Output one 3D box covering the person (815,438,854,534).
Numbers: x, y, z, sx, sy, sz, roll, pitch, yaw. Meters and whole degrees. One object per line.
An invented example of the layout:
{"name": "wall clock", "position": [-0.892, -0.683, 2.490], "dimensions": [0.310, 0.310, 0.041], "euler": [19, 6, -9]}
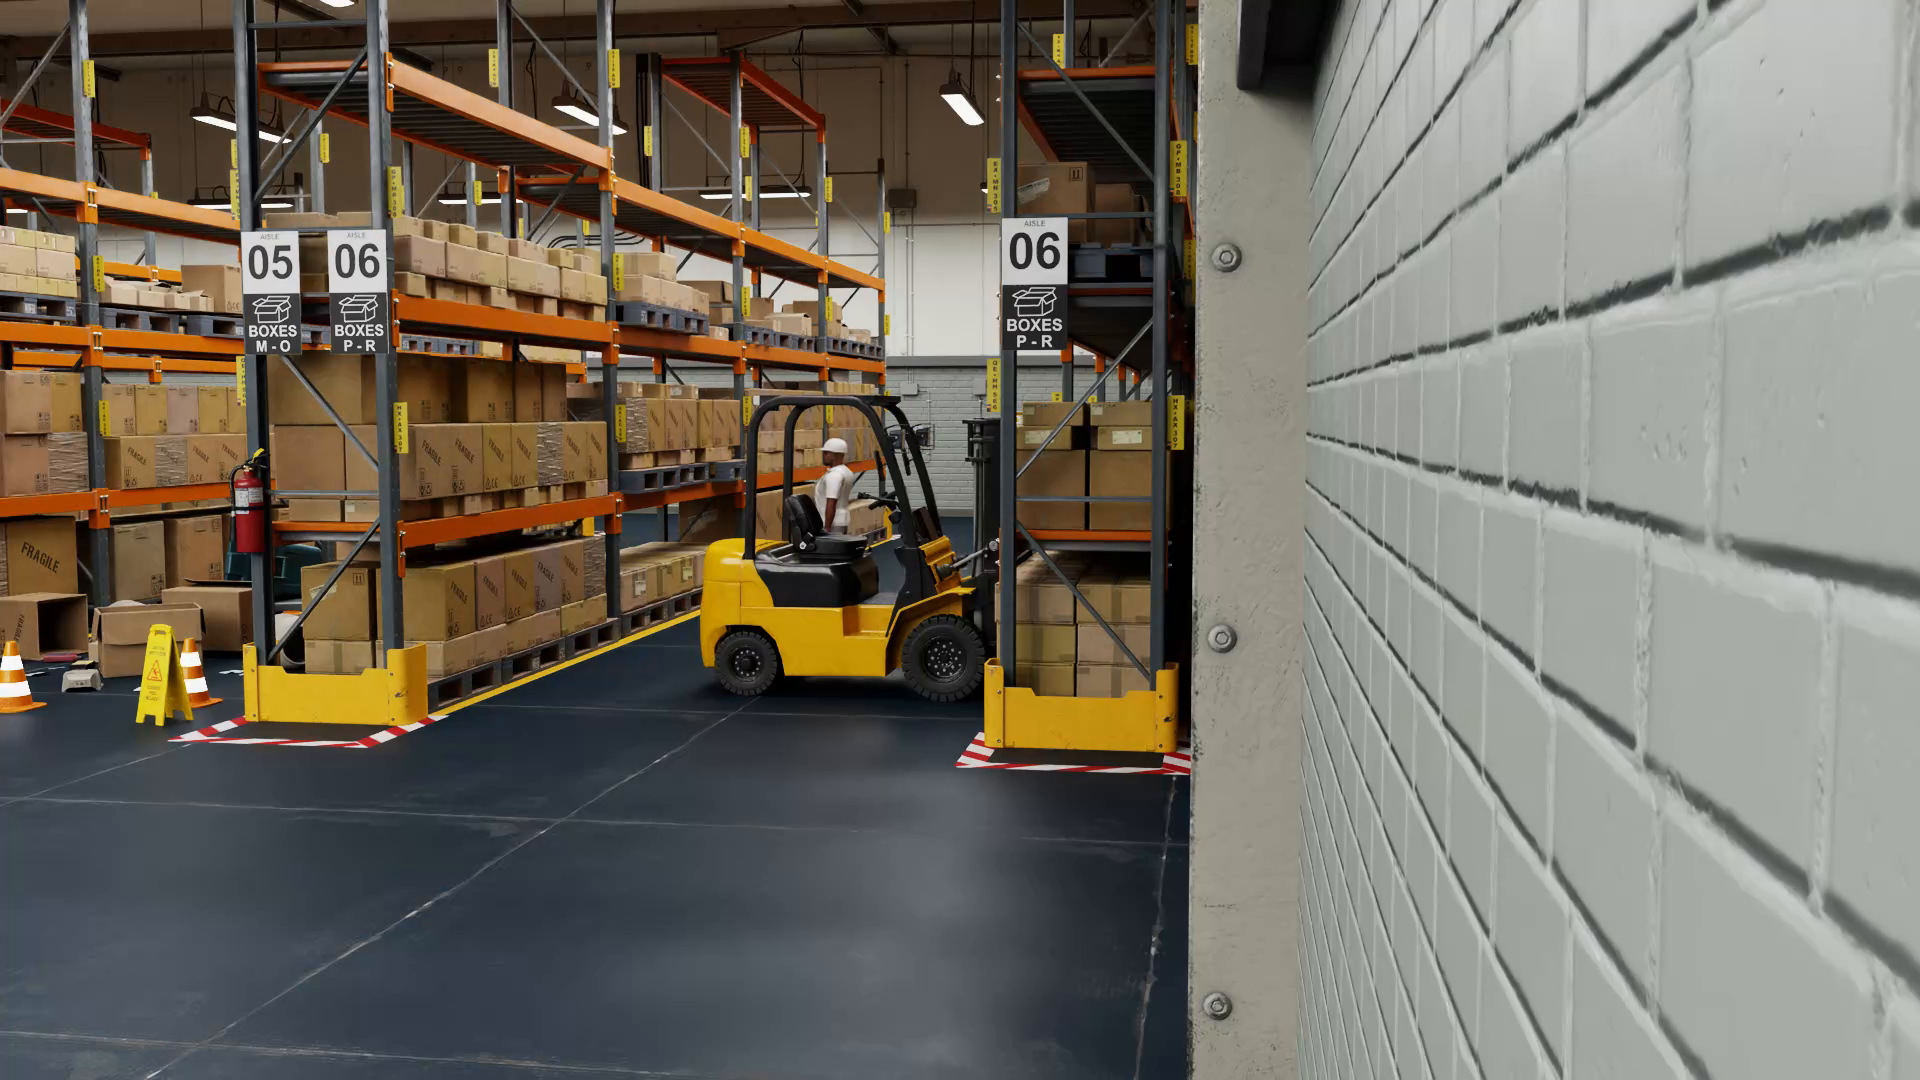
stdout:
{"name": "person", "position": [-1.268, -0.127, 16.547], "dimensions": [0.368, 1.766, 0.562], "euler": [1, 5, 10]}
